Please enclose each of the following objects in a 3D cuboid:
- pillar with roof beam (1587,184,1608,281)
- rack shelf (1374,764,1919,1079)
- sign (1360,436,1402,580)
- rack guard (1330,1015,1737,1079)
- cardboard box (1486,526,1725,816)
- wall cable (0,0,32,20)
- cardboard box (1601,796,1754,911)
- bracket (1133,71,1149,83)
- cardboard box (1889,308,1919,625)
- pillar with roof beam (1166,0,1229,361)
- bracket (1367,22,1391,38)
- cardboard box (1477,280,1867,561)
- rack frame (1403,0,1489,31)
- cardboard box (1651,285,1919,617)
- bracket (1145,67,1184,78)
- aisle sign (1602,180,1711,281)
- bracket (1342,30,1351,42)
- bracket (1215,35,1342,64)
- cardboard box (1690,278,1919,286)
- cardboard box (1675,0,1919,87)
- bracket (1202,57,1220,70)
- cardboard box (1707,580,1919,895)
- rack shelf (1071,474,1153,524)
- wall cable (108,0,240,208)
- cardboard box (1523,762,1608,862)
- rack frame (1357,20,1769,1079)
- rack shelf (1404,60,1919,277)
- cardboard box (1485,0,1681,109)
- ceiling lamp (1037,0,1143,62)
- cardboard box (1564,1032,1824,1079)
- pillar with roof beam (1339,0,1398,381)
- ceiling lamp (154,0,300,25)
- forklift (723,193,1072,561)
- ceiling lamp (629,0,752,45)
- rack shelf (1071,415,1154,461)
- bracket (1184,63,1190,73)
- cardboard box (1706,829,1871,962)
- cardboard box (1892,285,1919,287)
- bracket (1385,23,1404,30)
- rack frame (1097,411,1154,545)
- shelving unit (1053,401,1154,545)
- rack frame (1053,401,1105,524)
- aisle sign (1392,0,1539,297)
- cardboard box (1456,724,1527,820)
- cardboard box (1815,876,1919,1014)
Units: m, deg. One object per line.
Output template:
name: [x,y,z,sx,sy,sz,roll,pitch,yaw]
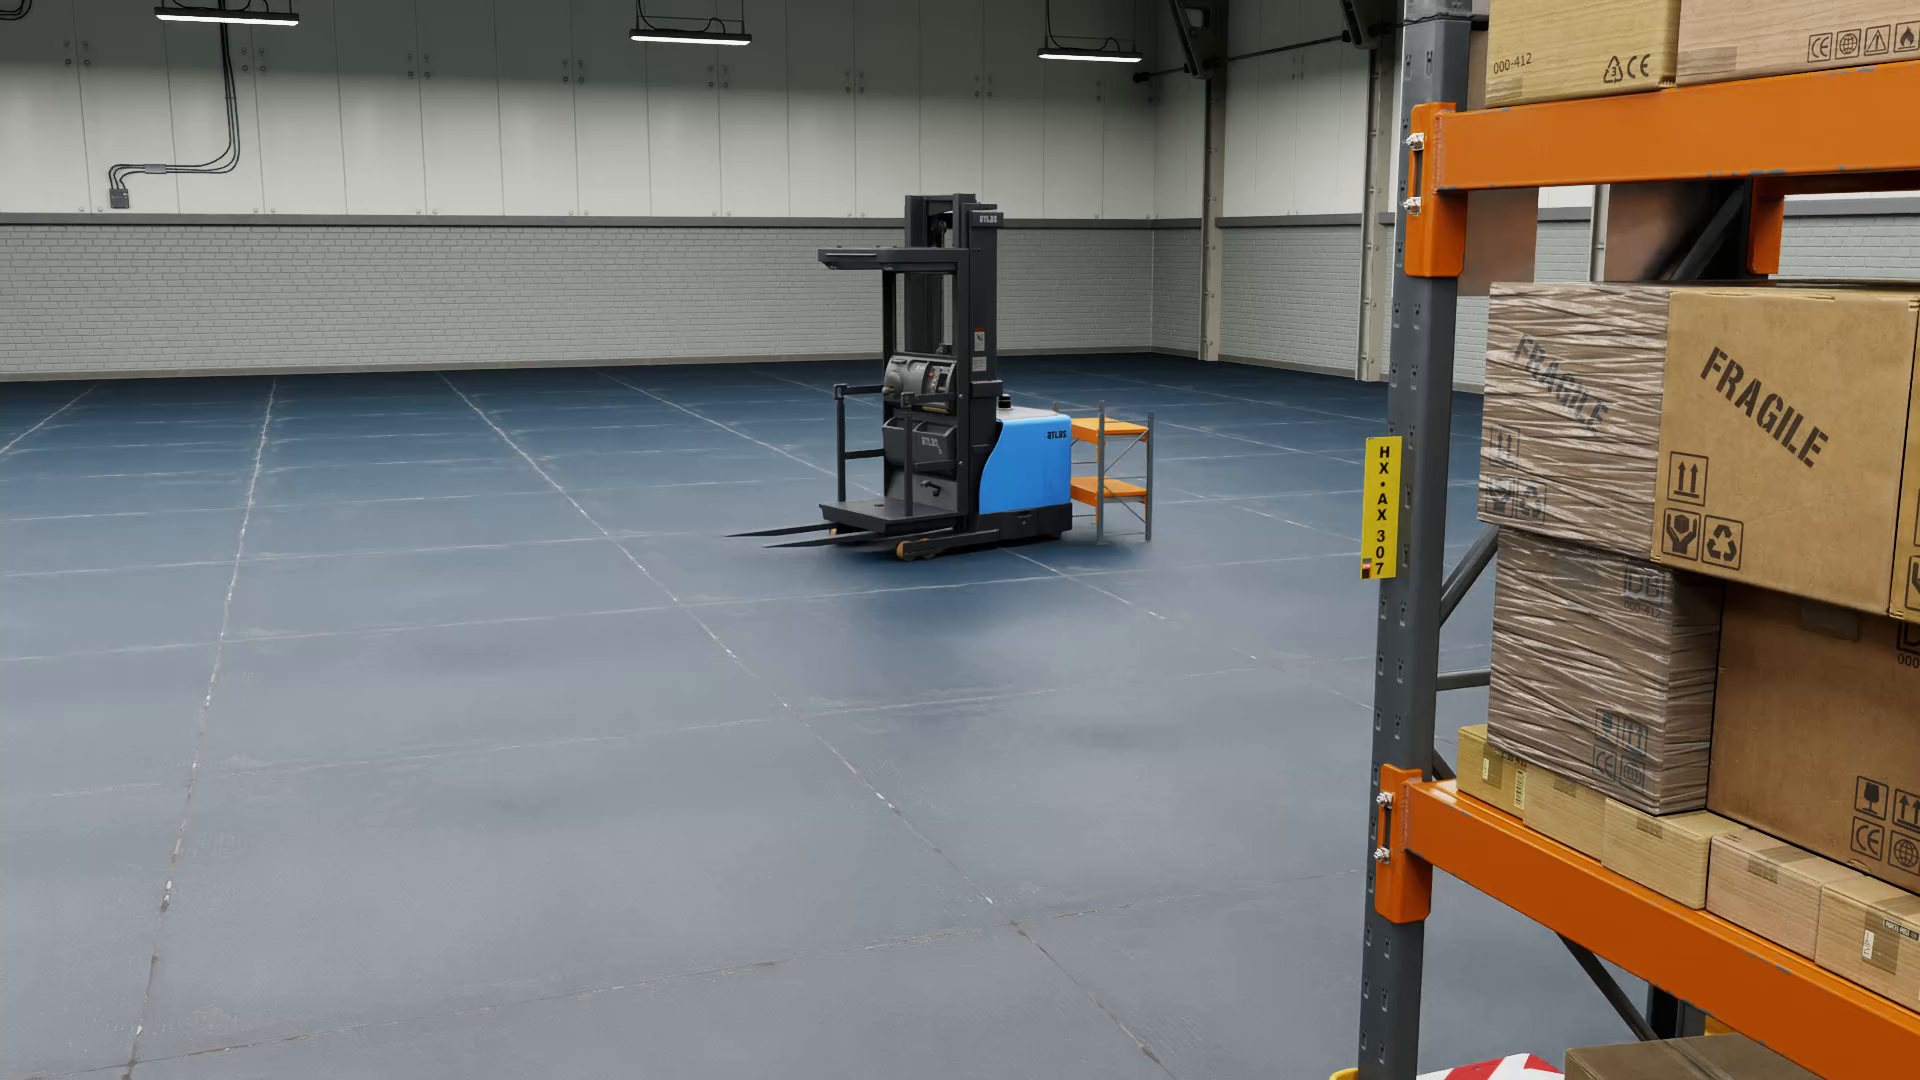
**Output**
pillar with roof beam: [5.844,-6.183,23.486,9.100,9.000,0.548,-4,11,-21]
rack shelf: [2.194,1.000,2.290,1.077,0.370,4.000,-4,11,-21]
sign: [0.963,-0.073,3.792,0.100,0.325,0.005,-4,11,-21]
rack guard: [1.496,1.562,4.211,1.175,0.500,0.348,-4,11,-21]
cardboard box: [1.643,0.215,3.513,0.875,0.500,0.500,-4,11,-21]
wall cable: [-18.281,-10.546,29.471,3.097,2.526,0.112,-4,11,-21]
cardboard box: [1.499,0.588,3.266,0.380,0.149,0.250,-4,11,-21]
bracket: [4.167,-10.619,38.147,0.235,0.232,0.430,-4,11,-21]
cardboard box: [1.771,-0.098,2.418,0.500,0.500,0.500,-4,11,-21]
pillar with roof beam: [1.495,-8.142,34.497,9.100,9.000,0.548,-4,11,-21]
bracket: [7.501,-9.118,29.705,0.235,0.232,0.430,-4,11,-21]
cardboard box: [1.414,-0.262,3.338,0.500,0.500,0.500,-4,11,-21]
rack frame: [1.469,-2.635,3.536,1.000,3.000,0.127,-4,11,-21]
cardboard box: [1.589,-0.180,2.876,0.500,0.500,0.500,-4,11,-21]
bracket: [4.381,-10.523,37.605,0.076,0.066,3.189,-4,11,-21]
aisle sign: [1.726,-0.990,3.998,0.394,0.787,0.004,-4,11,-21]
bracket: [7.200,-9.253,30.466,0.235,0.232,0.430,-4,11,-21]
bracket: [6.261,-9.676,32.846,0.076,0.066,4.783,-4,11,-21]
cardboard box: [1.898,-0.295,3.523,0.500,0.500,0.500,-4,11,-21]
cardboard box: [1.595,-0.905,2.807,0.500,0.250,0.500,-4,11,-22]
bracket: [5.327,-10.097,35.211,0.235,0.232,0.430,-4,11,-21]
cardboard box: [1.936,0.289,3.097,0.875,0.500,0.500,-4,11,-21]
rack shelf: [1.243,-0.372,14.695,0.538,0.278,1.000,-4,11,-19]
wall cable: [-14.833,-9.255,31.045,2.305,6.003,0.169,-4,11,-21]
cardboard box: [1.423,0.546,3.501,0.380,0.149,0.250,-4,11,-21]
rack frame: [1.469,0.319,4.062,1.000,3.000,0.127,-4,11,-21]
rack shelf: [2.194,-0.477,2.027,1.077,0.370,4.000,-4,11,-21]
cardboard box: [1.403,-0.989,3.278,0.500,0.250,0.500,-4,11,-19]
ceiling lamp: [2.284,-10.343,30.206,2.000,3.185,0.800,-4,11,-21]
cardboard box: [1.680,1.446,3.665,0.500,0.500,0.500,-2,10,-10]
pillar with roof beam: [3.669,-7.163,28.992,9.100,9.000,0.548,-4,11,-21]
ceiling lamp: [-11.137,-9.430,25.069,2.000,3.185,0.800,-4,11,-21]
forklift: [-0.502,-1.377,13.791,3.031,2.935,1.130,-8,13,-36]
ceiling lamp: [-4.557,-9.878,27.588,2.000,3.185,0.800,-4,11,-21]
rack shelf: [1.243,-0.901,14.601,0.538,0.278,1.000,-4,11,-19]
bracket: [5.026,-10.233,35.972,0.235,0.232,0.430,-4,11,-21]
cardboard box: [1.609,0.628,3.044,0.380,0.149,0.250,-4,11,-21]
cardboard box: [2.085,-0.214,3.066,0.500,0.500,0.500,-4,11,-21]
bracket: [8.435,-8.697,27.341,0.076,0.066,4.783,-4,11,-21]
rack frame: [1.410,-0.529,14.180,0.500,1.125,0.032,-4,11,-19]
shelving unit: [1.243,-0.613,14.653,0.538,1.125,1.048,-4,11,-19]
rack frame: [1.075,-0.697,15.125,0.500,1.125,0.032,-4,11,-19]
aisle sign: [1.167,-0.952,3.784,0.394,0.787,0.004,-4,11,-21]
cardboard box: [1.350,0.504,3.737,0.380,0.149,0.250,-4,11,-21]
cardboard box: [1.693,0.669,2.812,0.380,0.149,0.250,-4,11,-21]
